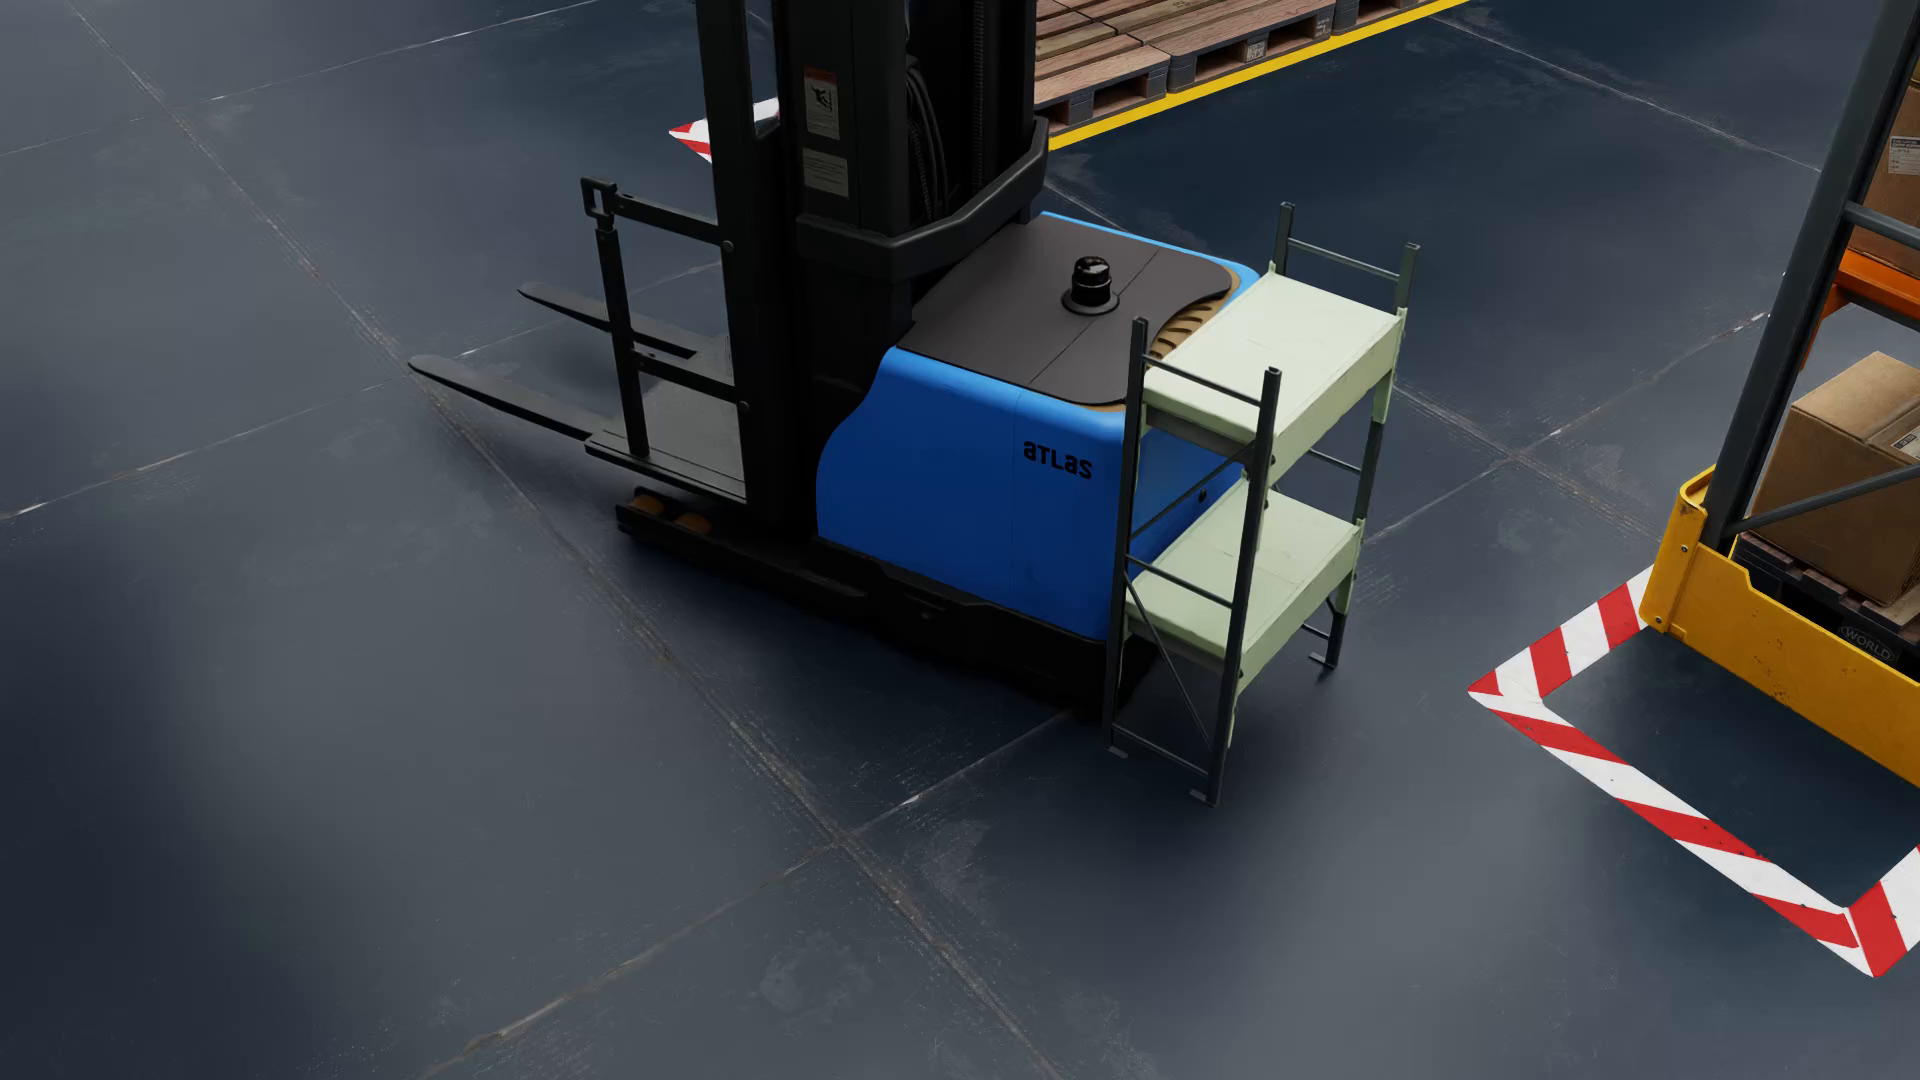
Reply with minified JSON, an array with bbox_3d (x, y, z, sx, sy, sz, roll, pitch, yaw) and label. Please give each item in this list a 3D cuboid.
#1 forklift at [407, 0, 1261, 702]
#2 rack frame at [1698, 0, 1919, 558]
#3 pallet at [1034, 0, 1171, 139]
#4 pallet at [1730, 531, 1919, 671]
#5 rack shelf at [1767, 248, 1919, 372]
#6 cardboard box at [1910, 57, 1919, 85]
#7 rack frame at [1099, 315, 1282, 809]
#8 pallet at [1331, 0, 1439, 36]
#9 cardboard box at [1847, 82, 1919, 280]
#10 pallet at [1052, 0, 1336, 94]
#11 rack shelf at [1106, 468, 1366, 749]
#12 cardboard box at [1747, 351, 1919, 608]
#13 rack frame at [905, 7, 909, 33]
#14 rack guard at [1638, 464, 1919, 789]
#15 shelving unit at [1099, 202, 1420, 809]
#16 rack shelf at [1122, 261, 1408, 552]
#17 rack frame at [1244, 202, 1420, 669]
[{"bbox_3d":[-0.588,-1.329,5.060,3.031,2.935,1.130,20,43,23],"label":"forklift"},{"bbox_3d":[2.631,-0.662,4.192,0.127,3.000,1.000,-26,46,-28],"label":"rack frame"},{"bbox_3d":[0.293,-2.376,8.480,1.213,0.211,1.003,-26,46,-28],"label":"pallet"},{"bbox_3d":[3.323,0.078,5.489,1.213,0.211,1.003,-26,46,-28],"label":"pallet"},{"bbox_3d":[4.217,-1.157,5.363,4.000,0.370,1.077,-26,46,-28],"label":"rack shelf"},{"bbox_3d":[2.816,-1.398,4.222,0.500,0.500,0.500,-26,46,-28],"label":"cardboard box"},{"bbox_3d":[0.584,0.115,4.428,0.400,1.500,0.023,26,46,28],"label":"rack frame"},{"bbox_3d":[2.228,-3.319,9.629,1.213,0.211,1.003,-26,46,-28],"label":"pallet"},{"bbox_3d":[2.820,-1.011,4.538,0.500,0.500,0.500,-25,45,-27],"label":"cardboard box"},{"bbox_3d":[1.260,-2.845,9.051,1.213,0.211,1.003,-26,46,-28],"label":"pallet"},{"bbox_3d":[0.807,0.182,4.859,0.431,0.370,0.720,26,46,28],"label":"rack shelf"},{"bbox_3d":[2.912,-0.200,5.253,0.500,0.500,0.500,-26,46,-28],"label":"cardboard box"},{"bbox_3d":[-0.385,-3.155,7.231,0.127,3.000,1.000,-26,46,-28],"label":"rack frame"},{"bbox_3d":[2.691,0.275,5.021,0.348,0.500,1.175,-26,46,-28],"label":"rack guard"},{"bbox_3d":[0.807,-0.070,4.652,0.431,1.500,0.755,26,46,28],"label":"shelving unit"},{"bbox_3d":[0.807,-0.371,4.405,0.431,0.370,0.720,26,46,28],"label":"rack shelf"},{"bbox_3d":[1.029,-0.254,4.877,0.400,1.500,0.023,26,46,28],"label":"rack frame"}]
